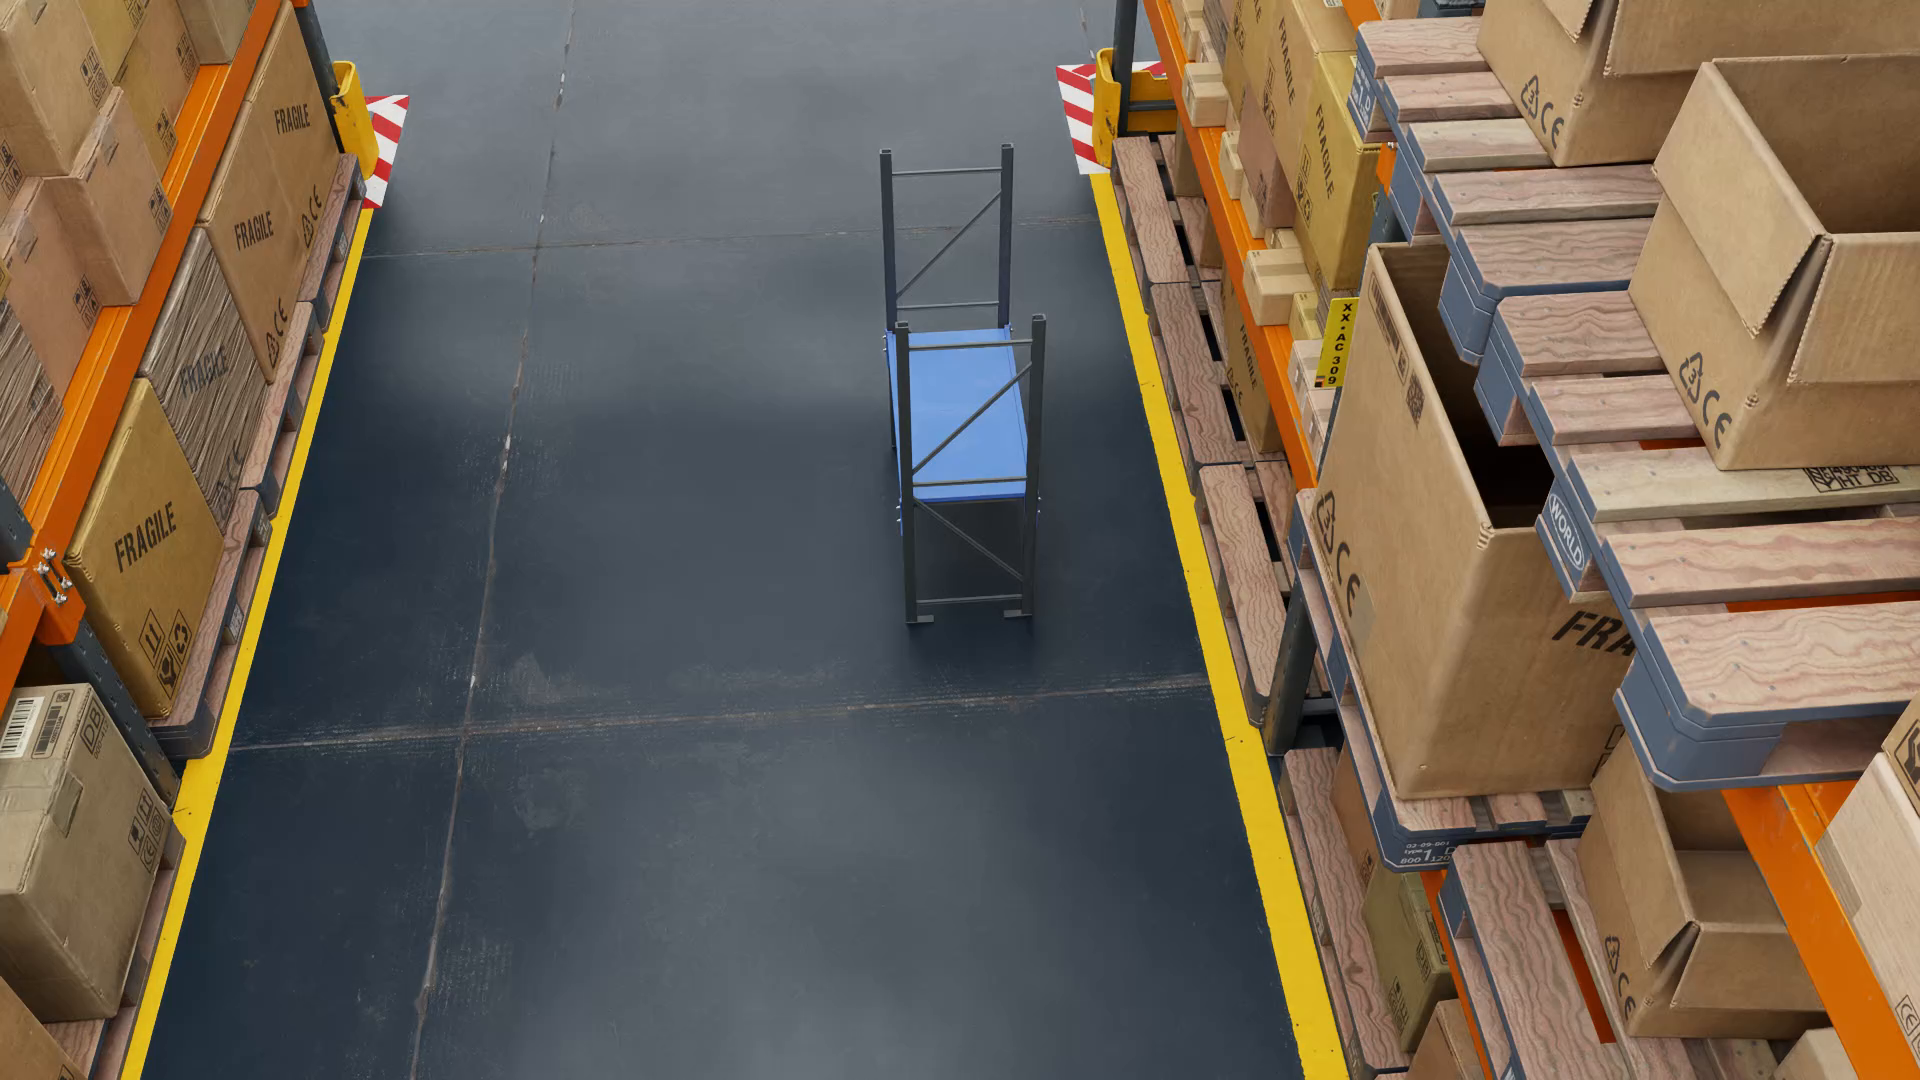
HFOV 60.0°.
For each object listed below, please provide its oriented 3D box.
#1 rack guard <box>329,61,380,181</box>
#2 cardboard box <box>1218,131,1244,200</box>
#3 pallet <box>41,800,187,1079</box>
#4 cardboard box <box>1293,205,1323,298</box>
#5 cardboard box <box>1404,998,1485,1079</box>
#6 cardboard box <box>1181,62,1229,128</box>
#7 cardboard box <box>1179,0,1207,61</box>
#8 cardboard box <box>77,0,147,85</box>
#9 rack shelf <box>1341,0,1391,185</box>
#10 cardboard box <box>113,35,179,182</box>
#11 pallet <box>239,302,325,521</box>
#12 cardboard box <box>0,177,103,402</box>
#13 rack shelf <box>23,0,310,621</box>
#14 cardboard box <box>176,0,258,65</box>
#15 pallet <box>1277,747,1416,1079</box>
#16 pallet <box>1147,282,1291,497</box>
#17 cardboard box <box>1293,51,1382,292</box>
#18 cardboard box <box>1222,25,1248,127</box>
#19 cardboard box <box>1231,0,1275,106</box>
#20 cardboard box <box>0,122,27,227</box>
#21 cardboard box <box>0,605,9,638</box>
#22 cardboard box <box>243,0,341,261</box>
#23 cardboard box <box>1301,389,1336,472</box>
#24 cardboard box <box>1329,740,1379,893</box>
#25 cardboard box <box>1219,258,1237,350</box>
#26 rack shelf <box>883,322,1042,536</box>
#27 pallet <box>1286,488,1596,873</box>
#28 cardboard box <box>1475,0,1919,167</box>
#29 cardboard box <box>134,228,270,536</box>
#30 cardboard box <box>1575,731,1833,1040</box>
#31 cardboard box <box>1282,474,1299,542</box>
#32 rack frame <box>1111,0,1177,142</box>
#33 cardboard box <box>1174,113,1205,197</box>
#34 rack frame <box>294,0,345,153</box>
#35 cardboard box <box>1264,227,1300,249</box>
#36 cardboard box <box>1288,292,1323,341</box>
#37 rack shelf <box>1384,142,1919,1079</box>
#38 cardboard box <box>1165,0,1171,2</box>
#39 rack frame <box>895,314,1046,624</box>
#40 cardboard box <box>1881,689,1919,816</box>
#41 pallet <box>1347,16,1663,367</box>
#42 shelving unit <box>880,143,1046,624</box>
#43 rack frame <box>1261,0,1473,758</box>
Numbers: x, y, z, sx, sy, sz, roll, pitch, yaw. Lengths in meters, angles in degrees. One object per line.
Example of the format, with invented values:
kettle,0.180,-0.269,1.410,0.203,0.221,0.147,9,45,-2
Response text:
rack guard,-3.661,-2.127,8.556,1.175,0.500,0.348,-3,47,-3
cardboard box,1.205,-1.441,6.358,0.380,0.149,0.250,-3,47,-3
pallet,-3.185,1.438,5.379,1.003,0.211,1.213,-3,47,-3
cardboard box,1.644,-1.133,5.620,0.875,0.500,0.500,-3,47,-3
cardboard box,1.725,1.602,4.722,0.700,0.500,0.500,-7,47,-7
cardboard box,1.107,-1.799,6.697,0.380,0.149,0.250,-3,47,-3
cardboard box,1.141,-2.165,7.044,0.380,0.149,0.250,-3,47,-3
cardboard box,-3.443,-1.940,5.810,0.875,0.550,0.500,-3,47,-3
rack shelf,1.459,-2.534,5.650,1.077,0.370,4.000,-3,47,-3
cardboard box,-3.508,-1.564,6.199,0.875,0.550,0.500,-3,47,-3
pallet,-3.415,-0.556,7.267,1.003,0.211,1.213,-3,47,-3
cardboard box,-3.436,-0.789,5.465,0.875,0.550,0.550,-3,47,-3
rack shelf,-3.492,-1.274,6.523,1.077,0.370,4.000,-3,47,-3
cardboard box,-3.515,-2.358,6.950,0.875,0.550,0.550,-3,47,-3
pallet,1.693,1.219,5.587,1.003,0.211,1.213,-3,47,-3
pallet,1.430,-0.713,7.416,1.003,0.211,1.213,-3,47,-3
cardboard box,1.315,-1.092,4.893,0.500,0.500,0.500,-3,47,-3
cardboard box,1.501,-1.853,6.302,0.875,0.500,0.500,-3,47,-3
cardboard box,1.231,-1.816,5.578,0.500,0.500,0.500,-3,47,-3
cardboard box,-3.483,-1.158,5.070,0.875,0.550,0.550,-3,47,-3
cardboard box,-3.014,0.252,4.513,0.500,0.500,0.500,-4,47,-4
cardboard box,-3.537,-1.896,7.790,0.875,0.875,0.875,-3,47,-3
cardboard box,1.316,-0.354,5.329,0.380,0.149,0.250,-3,47,-3
cardboard box,1.656,0.851,5.433,0.700,0.500,0.500,-7,47,-6
cardboard box,1.445,-1.145,7.337,0.500,0.500,0.500,0,47,0
rack shelf,-0.007,-0.454,6.531,0.538,0.185,1.000,-3,47,-3
pallet,1.545,0.325,4.645,1.003,0.211,1.213,-3,47,-3
cardboard box,1.567,-1.168,3.501,0.797,0.503,0.637,-6,47,-5
cardboard box,-3.387,-0.600,6.563,0.875,0.875,0.875,-3,47,-3
cardboard box,1.864,0.766,3.735,0.797,0.503,0.637,1,47,1
cardboard box,1.577,-0.294,6.531,0.500,0.500,0.500,10,47,9
rack frame,1.292,-3.197,7.848,1.000,3.000,0.127,-3,47,-3
cardboard box,1.327,-2.029,8.175,0.500,0.500,0.500,4,47,4
rack frame,-3.659,-2.969,7.632,1.000,3.000,0.127,-3,47,-3
cardboard box,1.322,-1.083,6.020,0.380,0.149,0.250,-3,47,-3
cardboard box,1.343,-0.720,5.676,0.380,0.149,0.250,-3,47,-3
rack shelf,1.794,0.360,2.909,1.077,0.370,4.000,-3,47,-3
cardboard box,1.086,-2.526,7.386,0.380,0.149,0.250,-3,47,-3
rack frame,0.035,-0.210,6.052,0.500,1.500,0.032,-3,47,-3
cardboard box,1.592,0.294,2.063,0.500,0.500,0.500,-3,47,-3
pallet,1.572,-0.817,3.658,1.213,0.211,1.003,-3,47,-3
shelving unit,-0.007,-0.577,6.400,0.538,1.500,1.048,-3,47,-3
rack frame,1.626,-0.303,5.108,1.000,3.000,0.127,-3,47,-3
